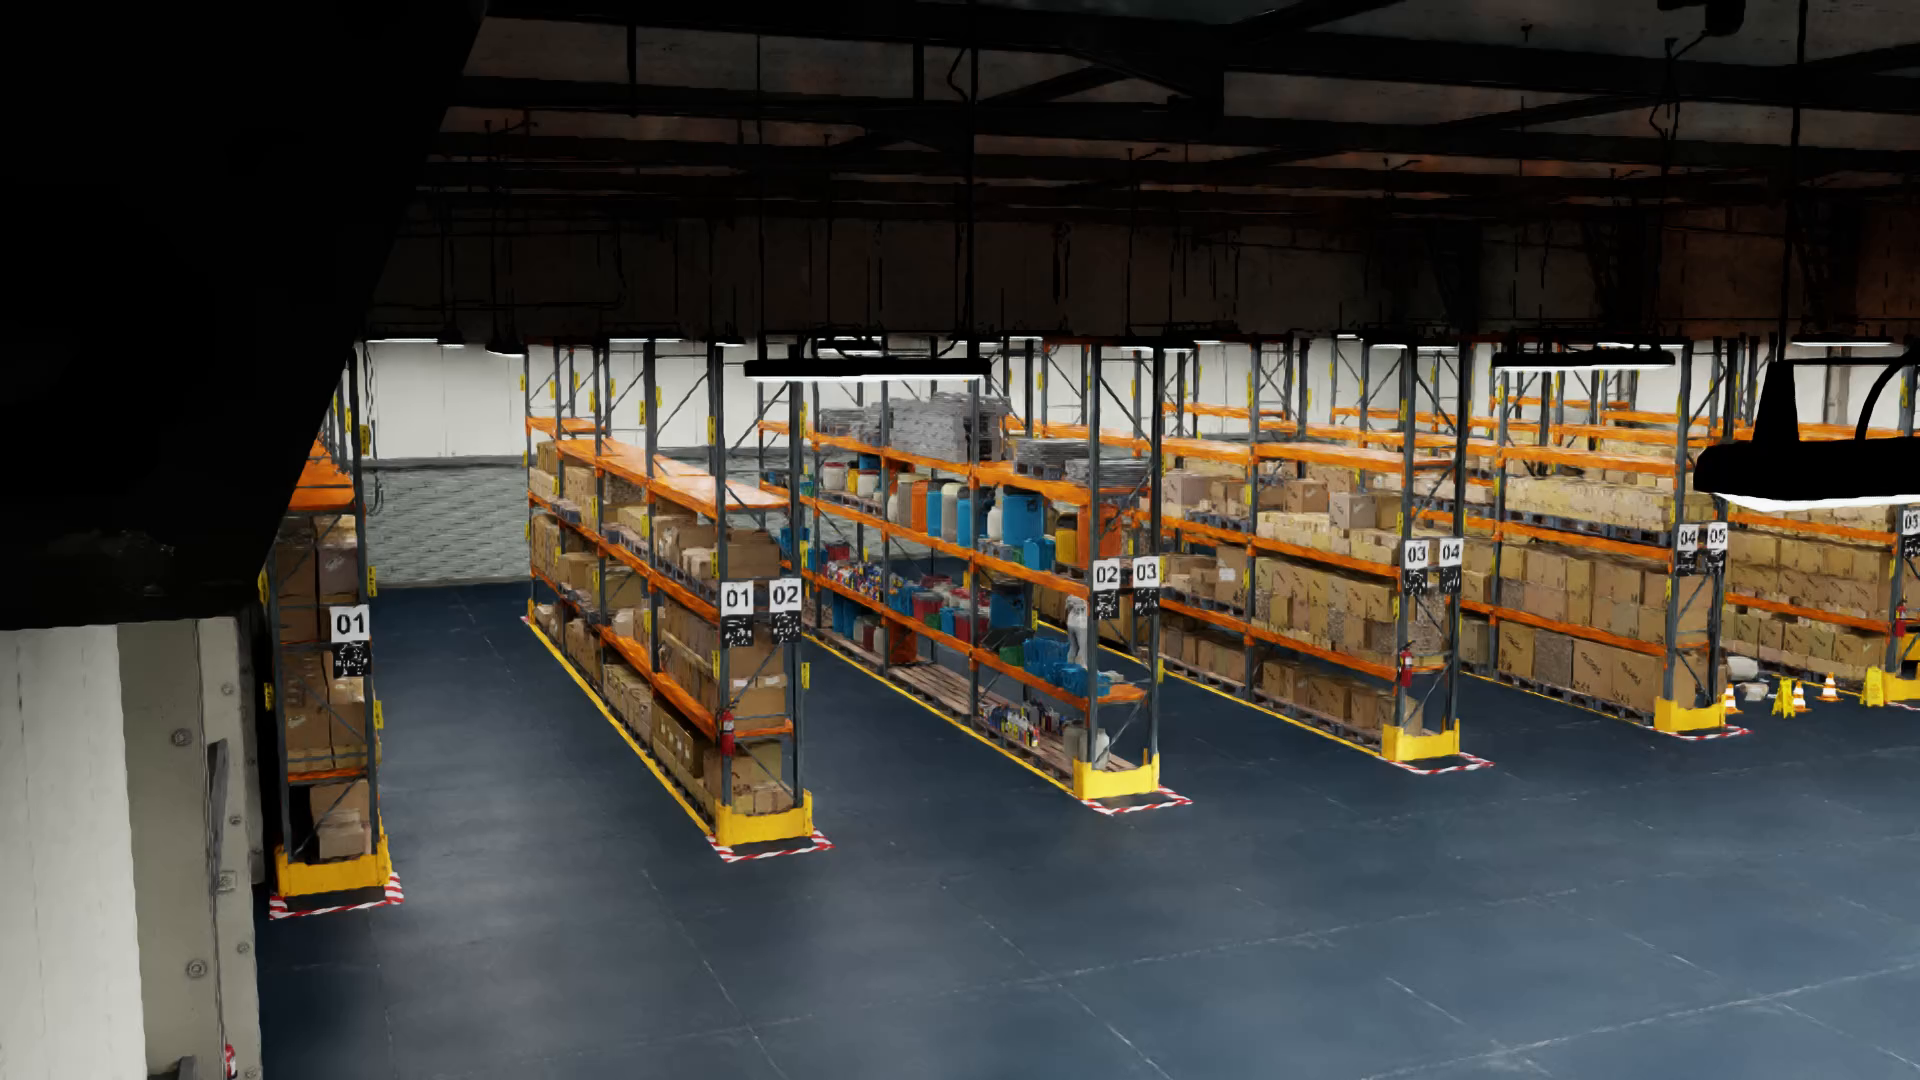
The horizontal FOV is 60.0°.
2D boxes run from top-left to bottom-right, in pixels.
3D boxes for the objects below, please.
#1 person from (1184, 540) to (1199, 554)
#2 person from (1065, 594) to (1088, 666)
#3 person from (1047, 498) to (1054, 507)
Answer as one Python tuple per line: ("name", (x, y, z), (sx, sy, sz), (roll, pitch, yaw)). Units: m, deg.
("person", (6.081, -0.348, 44.085), (0.526, 1.666, 0.539), (2, 8, 14))
("person", (2.130, 1.541, 29.432), (0.593, 1.758, 0.476), (6, 10, 38))
("person", (2.358, -0.369, 44.182), (0.560, 1.647, 0.697), (2, 8, 16))
